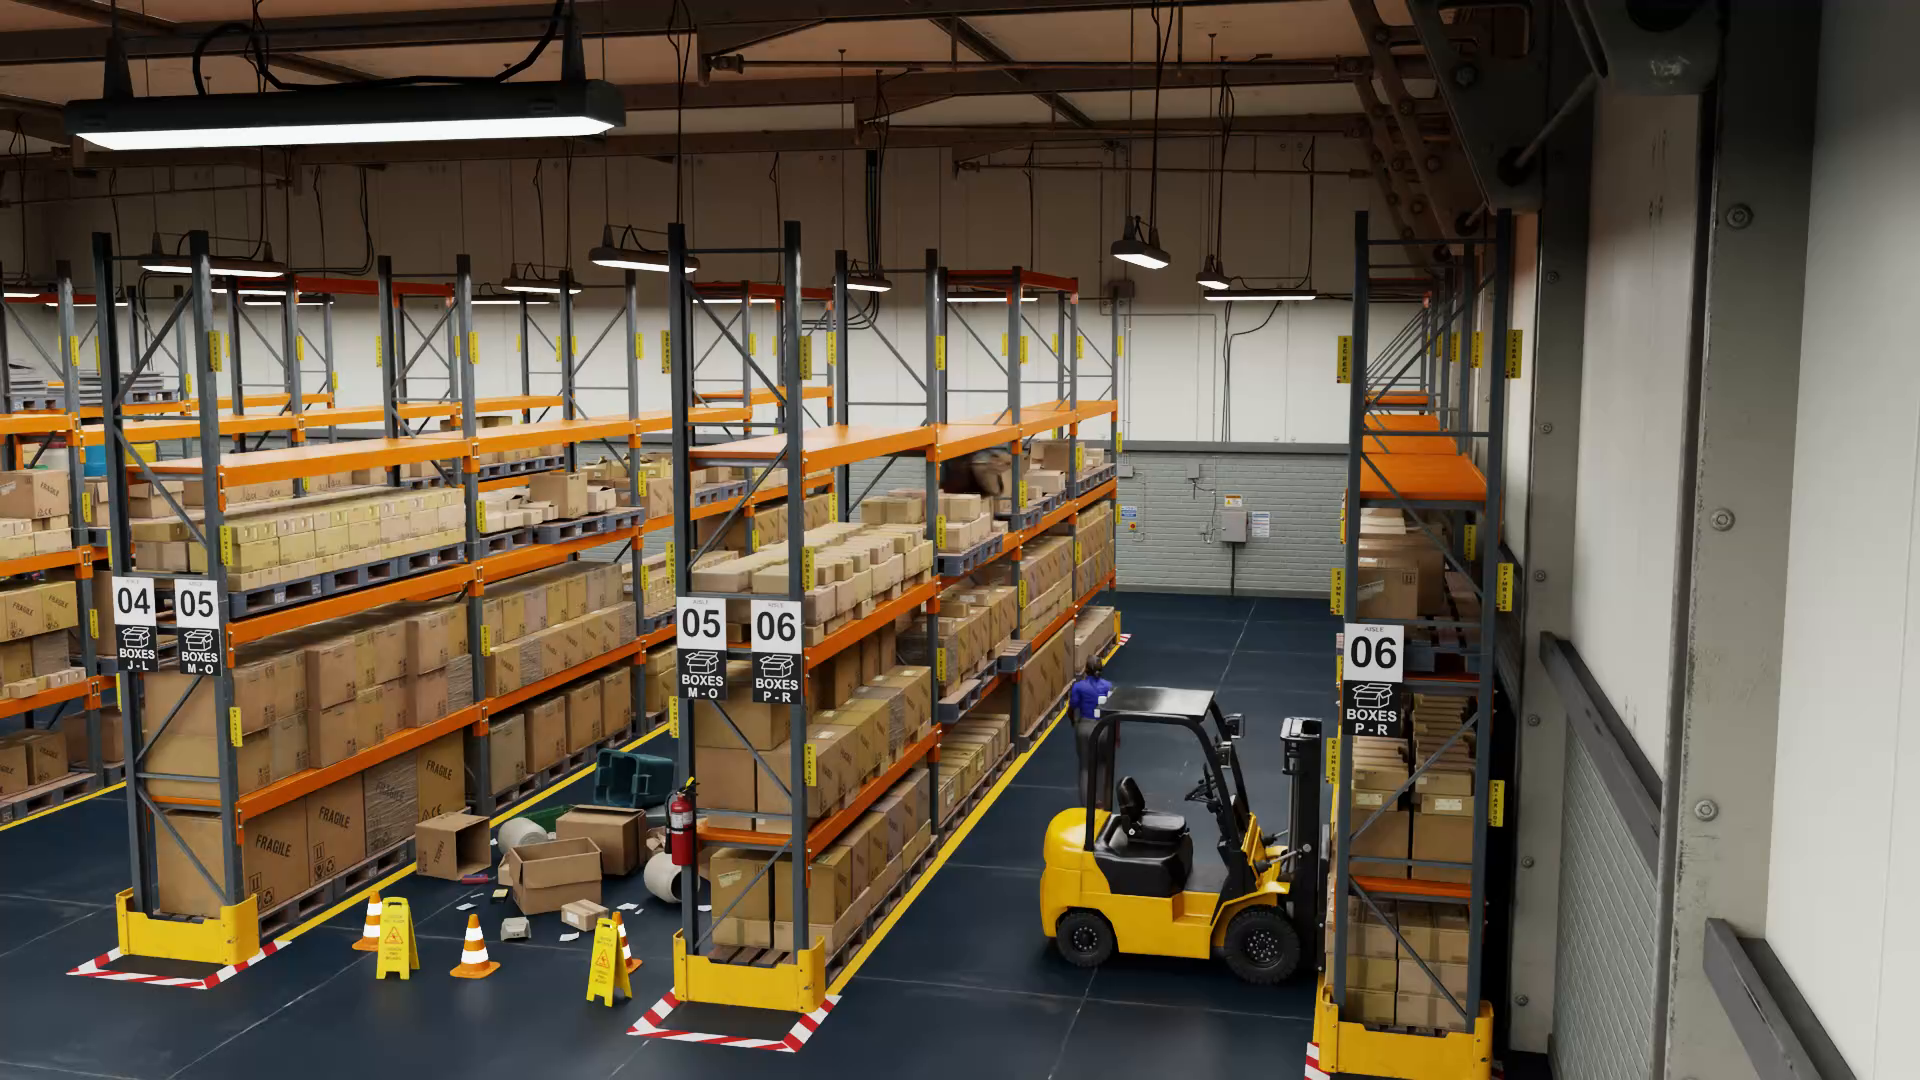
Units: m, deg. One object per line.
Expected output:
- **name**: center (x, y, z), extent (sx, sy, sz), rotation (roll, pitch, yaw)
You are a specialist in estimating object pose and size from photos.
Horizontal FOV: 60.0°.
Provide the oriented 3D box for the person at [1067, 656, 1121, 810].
- **person**: center (1.378, 2.090, 17.136), extent (0.567, 1.622, 0.702), rotation (1, 7, 12)
